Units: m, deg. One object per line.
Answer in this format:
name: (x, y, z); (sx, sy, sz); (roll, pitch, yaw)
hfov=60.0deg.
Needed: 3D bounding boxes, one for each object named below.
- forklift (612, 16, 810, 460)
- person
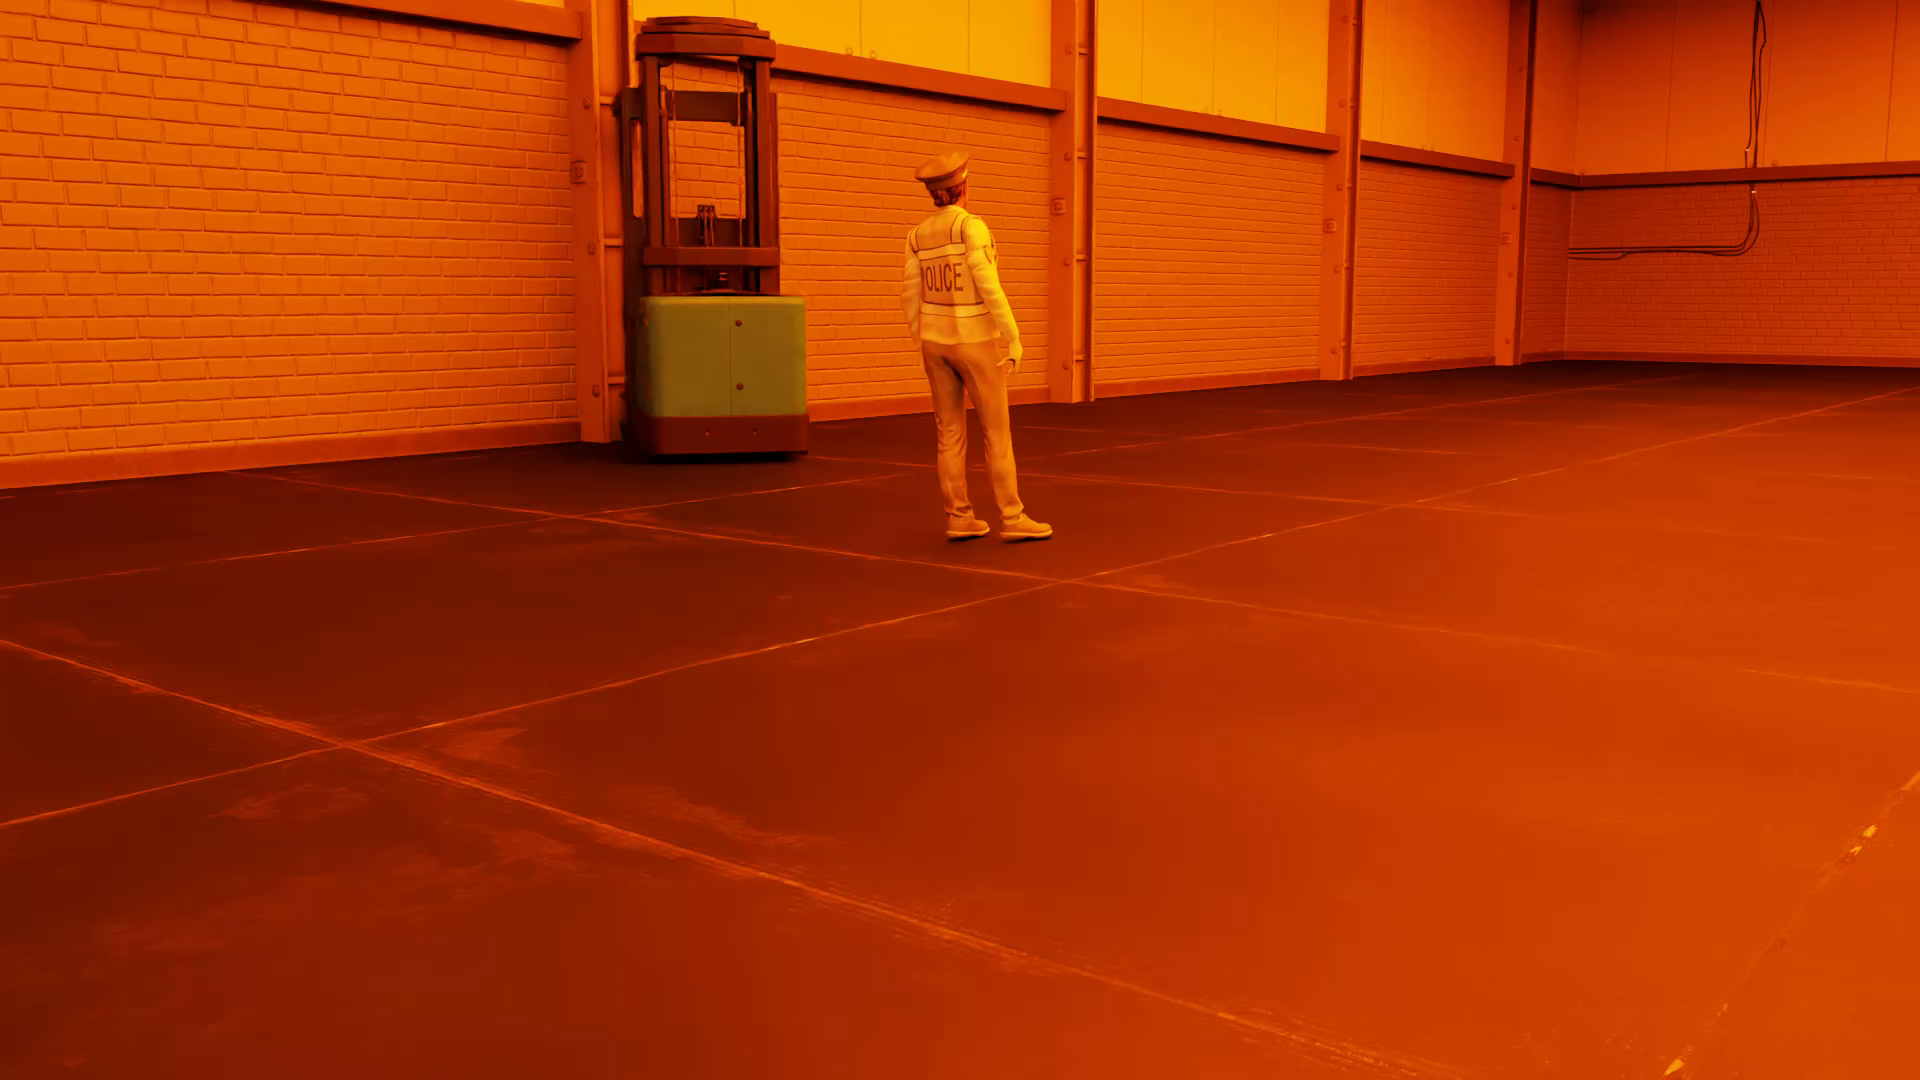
forklift: (-1.891, -2.153, 11.996); (1.130, 2.935, 3.031); (-2, 9, -16)
person: (0.053, -0.852, 7.327); (0.577, 1.694, 0.530); (7, 11, 38)
